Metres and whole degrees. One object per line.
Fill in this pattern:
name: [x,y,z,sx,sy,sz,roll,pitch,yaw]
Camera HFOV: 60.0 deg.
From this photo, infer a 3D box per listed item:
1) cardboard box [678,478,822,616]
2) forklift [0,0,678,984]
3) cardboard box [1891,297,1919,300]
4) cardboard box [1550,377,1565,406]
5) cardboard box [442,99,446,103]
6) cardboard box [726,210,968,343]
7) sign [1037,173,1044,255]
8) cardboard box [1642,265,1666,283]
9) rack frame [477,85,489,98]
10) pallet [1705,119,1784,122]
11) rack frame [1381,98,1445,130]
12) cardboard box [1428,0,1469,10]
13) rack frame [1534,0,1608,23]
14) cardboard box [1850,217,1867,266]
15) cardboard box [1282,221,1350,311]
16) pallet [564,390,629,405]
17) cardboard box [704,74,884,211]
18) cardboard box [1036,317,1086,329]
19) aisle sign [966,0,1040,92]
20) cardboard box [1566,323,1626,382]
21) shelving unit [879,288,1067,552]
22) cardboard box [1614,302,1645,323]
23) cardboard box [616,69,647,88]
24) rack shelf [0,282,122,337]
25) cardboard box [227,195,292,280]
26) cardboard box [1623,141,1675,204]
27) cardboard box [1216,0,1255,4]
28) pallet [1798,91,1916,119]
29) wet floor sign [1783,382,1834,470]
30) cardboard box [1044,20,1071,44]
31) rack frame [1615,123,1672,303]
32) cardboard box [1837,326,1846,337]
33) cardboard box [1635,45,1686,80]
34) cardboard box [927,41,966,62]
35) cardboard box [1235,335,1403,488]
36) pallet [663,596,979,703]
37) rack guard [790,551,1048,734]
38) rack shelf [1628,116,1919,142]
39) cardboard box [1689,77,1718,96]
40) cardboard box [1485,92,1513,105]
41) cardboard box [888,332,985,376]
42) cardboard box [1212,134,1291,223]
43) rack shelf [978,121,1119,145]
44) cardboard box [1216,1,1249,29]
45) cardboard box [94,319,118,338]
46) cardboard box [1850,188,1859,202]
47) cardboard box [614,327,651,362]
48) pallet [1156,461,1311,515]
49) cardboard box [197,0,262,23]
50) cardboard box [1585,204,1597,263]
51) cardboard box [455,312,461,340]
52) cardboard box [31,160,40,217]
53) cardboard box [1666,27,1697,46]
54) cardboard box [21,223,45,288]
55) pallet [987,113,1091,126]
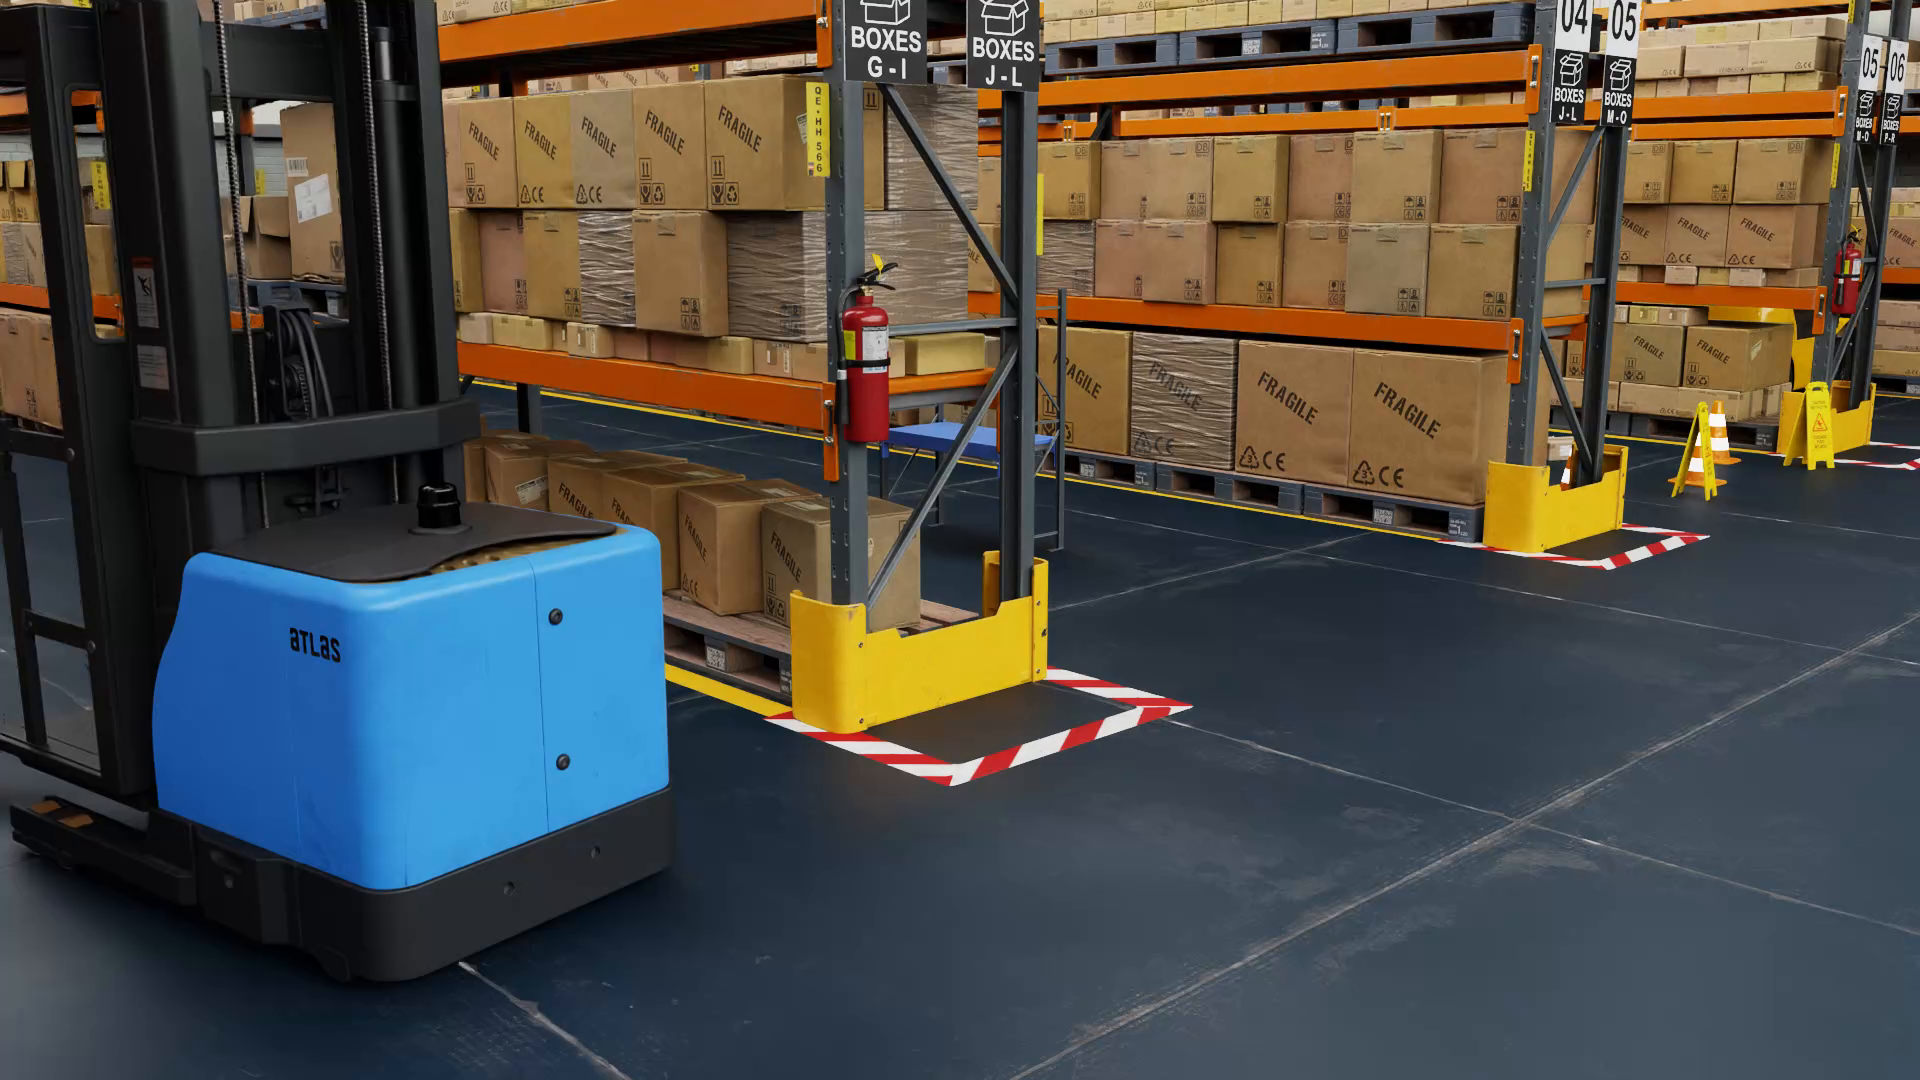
cardboard box: [-0.948,0.022,7.524,0.500,0.500,0.500,-6,13,-28]
forklift: [-2.333,-0.512,5.131,3.031,2.935,1.130,8,14,35]
cardboard box: [10.121,-2.411,17.478,0.500,0.250,0.500,-11,16,-42]
cardboard box: [5.271,-1.367,14.887,0.500,0.250,0.500,-11,16,-43]
cardboard box: [-5.592,-4.752,18.483,0.500,0.250,0.500,-11,16,-43]
cardboard box: [-0.452,-1.099,6.829,0.875,0.500,0.500,-11,16,-43]
sign: [0.301,-1.320,6.740,0.100,0.325,0.005,-11,16,-43]
cardboard box: [5.971,-2.255,14.048,0.380,0.149,0.250,-11,16,-42]
rack frame: [-4.721,-6.187,17.639,1.000,3.000,0.127,-11,16,-43]
pallet: [8.509,-4.782,18.477,1.003,0.211,1.213,-11,16,-43]
rack frame: [4.314,-2.785,15.997,1.000,3.000,0.127,-11,16,-43]
cardboard box: [2.917,-3.136,9.599,0.380,0.149,0.250,-11,16,-42]
rack frame: [3.566,-4.435,9.138,1.000,3.000,0.127,-11,16,-43]
cardboard box: [9.428,-3.130,17.421,0.500,0.500,0.500,-11,16,-44]
cardboard box: [2.585,-1.795,10.817,0.875,0.550,0.550,-11,16,-43]
pallet: [-3.336,-1.591,17.111,1.003,0.211,1.213,-11,16,-43]
cardboard box: [-0.650,-1.551,6.542,0.500,0.500,0.500,-11,16,-43]
cardboard box: [1.134,-2.646,19.548,0.875,0.875,0.875,-11,16,-43]
aisle sign: [0.168,-2.127,6.357,0.394,0.787,0.004,-11,16,-43]
cardboard box: [5.628,-1.659,14.444,0.500,0.500,0.500,11,16,44]
shelving unit: [0.059,-0.722,9.700,0.538,1.500,1.048,-11,16,-43]
cardboard box: [5.680,-1.946,14.231,0.380,0.149,0.250,-10,15,-40]
cardboard box: [-2.892,-4.302,15.676,0.500,0.500,0.500,-11,16,-43]
rack shelf: [-6.997,-1.928,13.617,1.077,0.370,4.000,-11,16,-43]
cardboard box: [-4.118,-1.901,10.407,0.797,0.503,0.637,-9,15,-37]
cardboard box: [5.794,-3.065,13.892,0.700,0.500,0.500,-11,16,-43]
cardboard box: [1.987,-3.546,10.600,0.500,0.250,0.500,-11,16,-42]
pallet: [9.347,-4.604,17.613,1.003,0.211,1.213,-11,16,-43]
wet floor sign: [6.433,-0.872,12.543,0.267,0.644,0.232,-5,13,-23]
cardboard box: [0.809,-3.581,11.760,0.380,0.149,0.250,-11,16,-43]
rack frame: [7.901,-3.478,19.357,1.000,3.000,0.127,-11,16,-43]
cardboard box: [9.391,-2.172,17.555,0.500,0.250,0.500,-11,16,-44]
cardboard box: [5.819,-3.929,13.748,0.500,0.250,0.500,-10,16,-41]
cardboard box: [-0.209,-3.881,12.963,0.500,0.250,0.500,-11,16,-43]
cardboard box: [2.440,-0.880,10.973,0.875,0.875,0.875,-11,16,-43]
pallet: [-0.680,0.411,7.395,1.003,0.211,1.213,-11,16,-43]
rack guard: [-0.144,0.393,6.767,1.175,0.500,0.348,-11,16,-43]
rack shelf: [9.282,-4.302,17.710,1.077,0.370,4.000,-11,16,-43]
cardboard box: [6.146,-3.682,13.540,0.380,0.149,0.250,-11,16,-42]
cardboard box: [4.887,-3.943,14.805,0.380,0.149,0.250,-10,15,-41]
cardboard box: [-0.116,-0.772,6.849,0.380,0.149,0.250,-11,16,-43]
cardboard box: [2.142,-2.386,11.012,0.875,0.550,0.500,-11,16,-43]
rack shelf: [0.170,-4.778,20.017,1.077,0.370,4.000,-11,16,-43]
cardboard box: [1.859,-3.359,10.682,0.380,0.149,0.250,-11,16,-42]
cardboard box: [-6.078,-1.257,12.803,0.875,0.875,1.225,11,16,43]
cardboard box: [9.310,-3.601,17.365,0.380,0.149,0.250,-10,16,-41]
cardboard box: [-1.313,-0.890,7.423,0.380,0.149,0.250,-11,16,-43]
pallet: [2.118,-0.415,11.403,1.003,0.211,1.213,-11,16,-43]
cardboard box: [-4.778,-3.500,10.544,0.500,0.500,0.500,11,16,44]
cardboard box: [5.480,-2.661,14.408,0.500,0.500,0.500,-11,16,-42]
cardboard box: [-2.388,-1.102,8.449,0.380,0.149,0.250,-11,16,-43]
cardboard box: [-7.025,-2.830,13.479,0.797,0.503,0.637,-10,15,-41]
cardboard box: [5.987,-4.105,13.615,0.380,0.149,0.250,-11,16,-43]
cardboard box: [-7.188,-2.298,13.383,0.500,0.500,0.500,-10,16,-41]
pallet: [1.068,-4.832,18.967,1.213,0.211,1.003,-10,15,-40]
